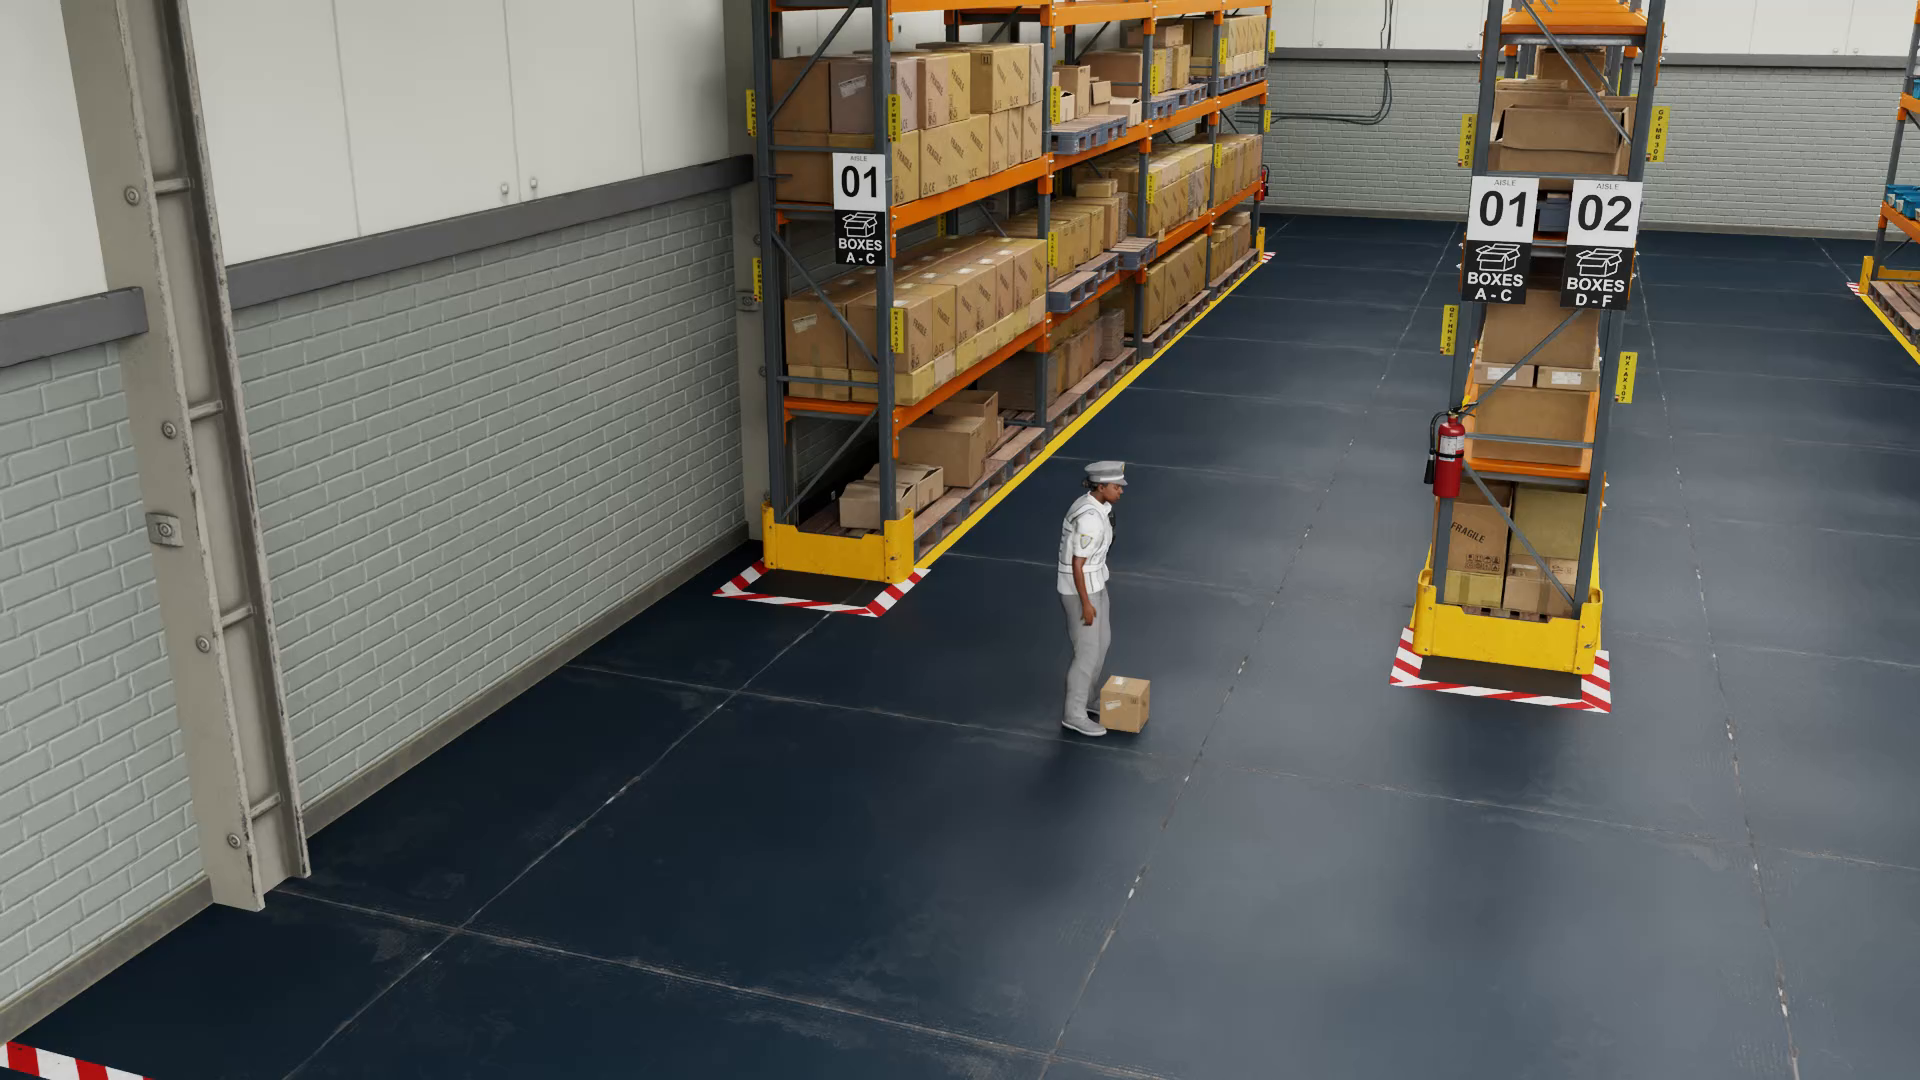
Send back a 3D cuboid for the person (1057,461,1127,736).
[{"bbox_3d":[0.791,0.325,10.108,0.397,1.658,0.527,5,19,15],"label":"person"}]
